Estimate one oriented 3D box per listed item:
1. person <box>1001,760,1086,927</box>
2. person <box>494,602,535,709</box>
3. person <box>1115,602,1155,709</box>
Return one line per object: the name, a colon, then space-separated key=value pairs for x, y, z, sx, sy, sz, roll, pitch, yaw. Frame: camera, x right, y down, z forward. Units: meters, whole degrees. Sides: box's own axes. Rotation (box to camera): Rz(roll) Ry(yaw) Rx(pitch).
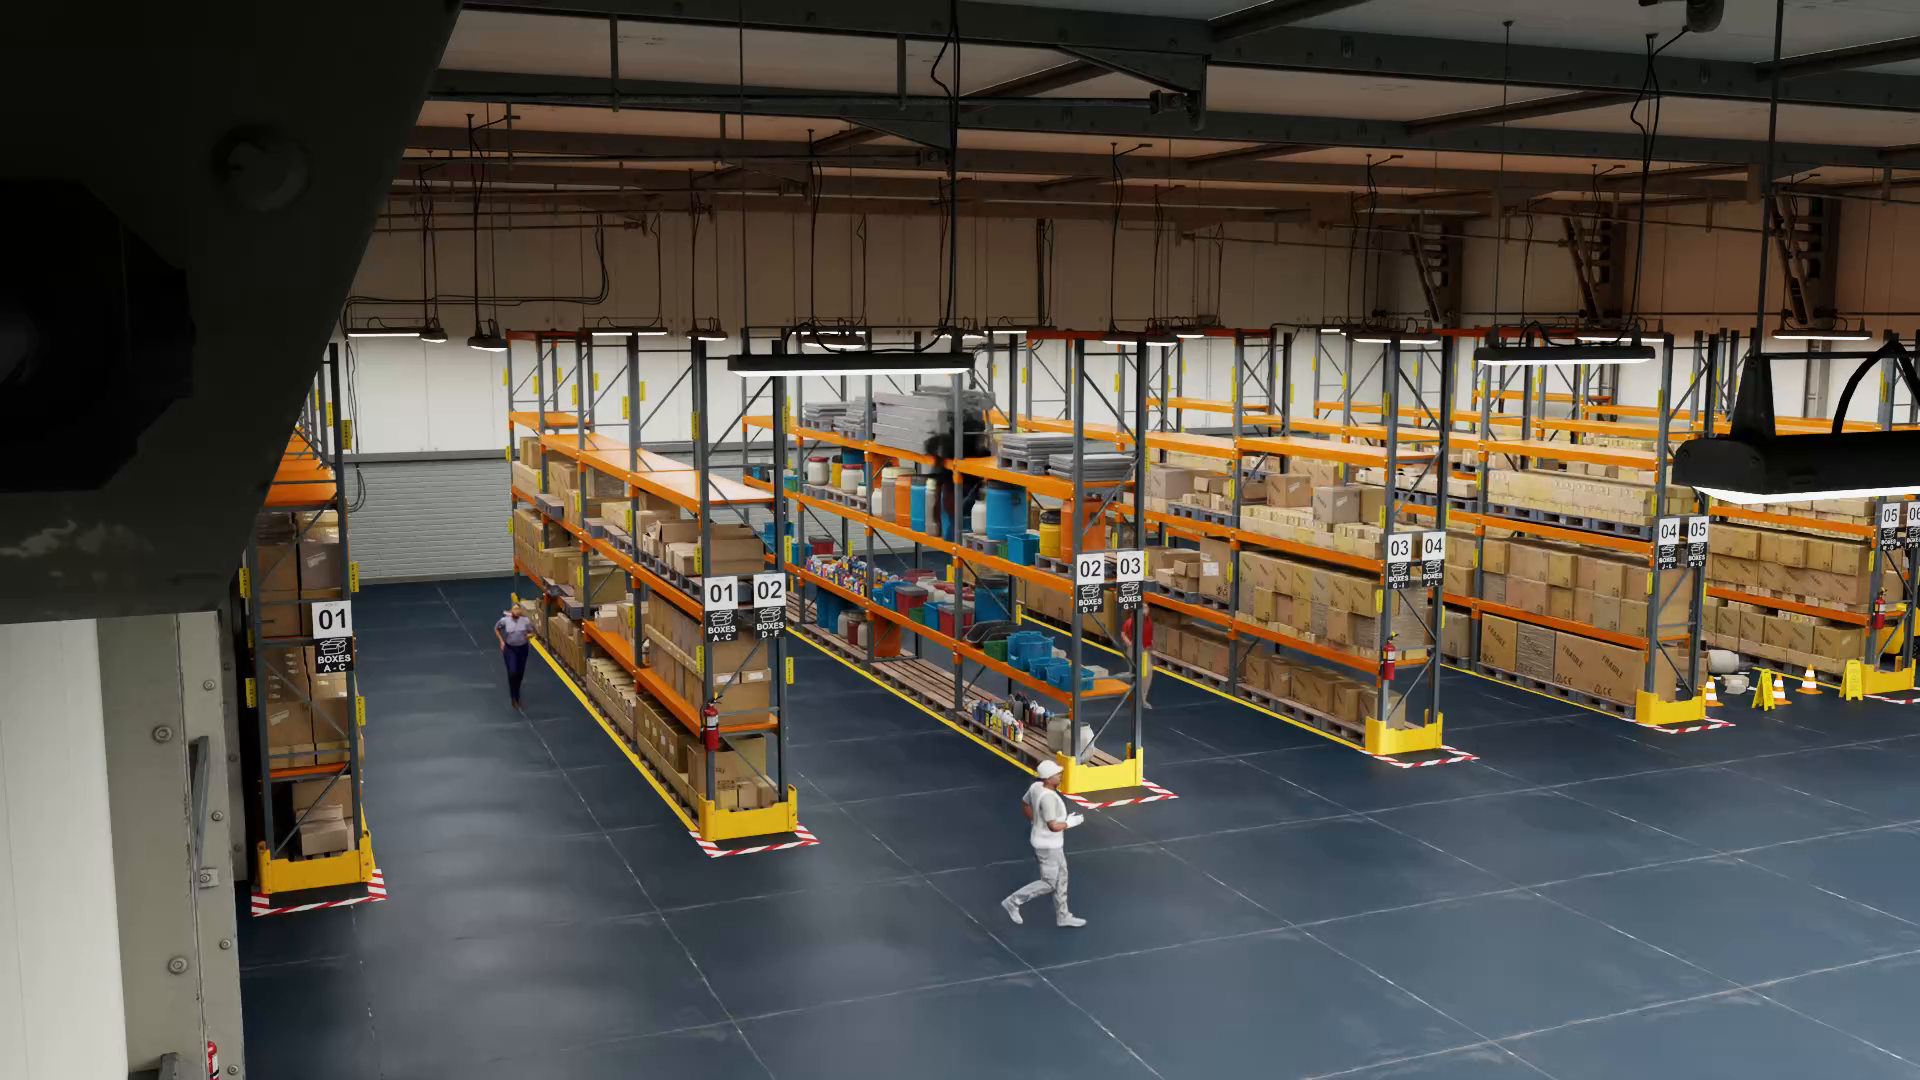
person: x=0.865 y=3.127 z=17.082 sx=0.896 sy=1.765 sz=0.696 roll=-1 pitch=8 yaw=-5
person: x=-7.221 y=1.849 z=27.064 sx=0.593 sy=1.705 sz=0.815 roll=-4 pitch=9 yaw=-30
person: x=2.883 y=1.837 z=27.025 sx=0.688 sy=1.713 sz=0.813 roll=-6 pitch=10 yaw=-38
